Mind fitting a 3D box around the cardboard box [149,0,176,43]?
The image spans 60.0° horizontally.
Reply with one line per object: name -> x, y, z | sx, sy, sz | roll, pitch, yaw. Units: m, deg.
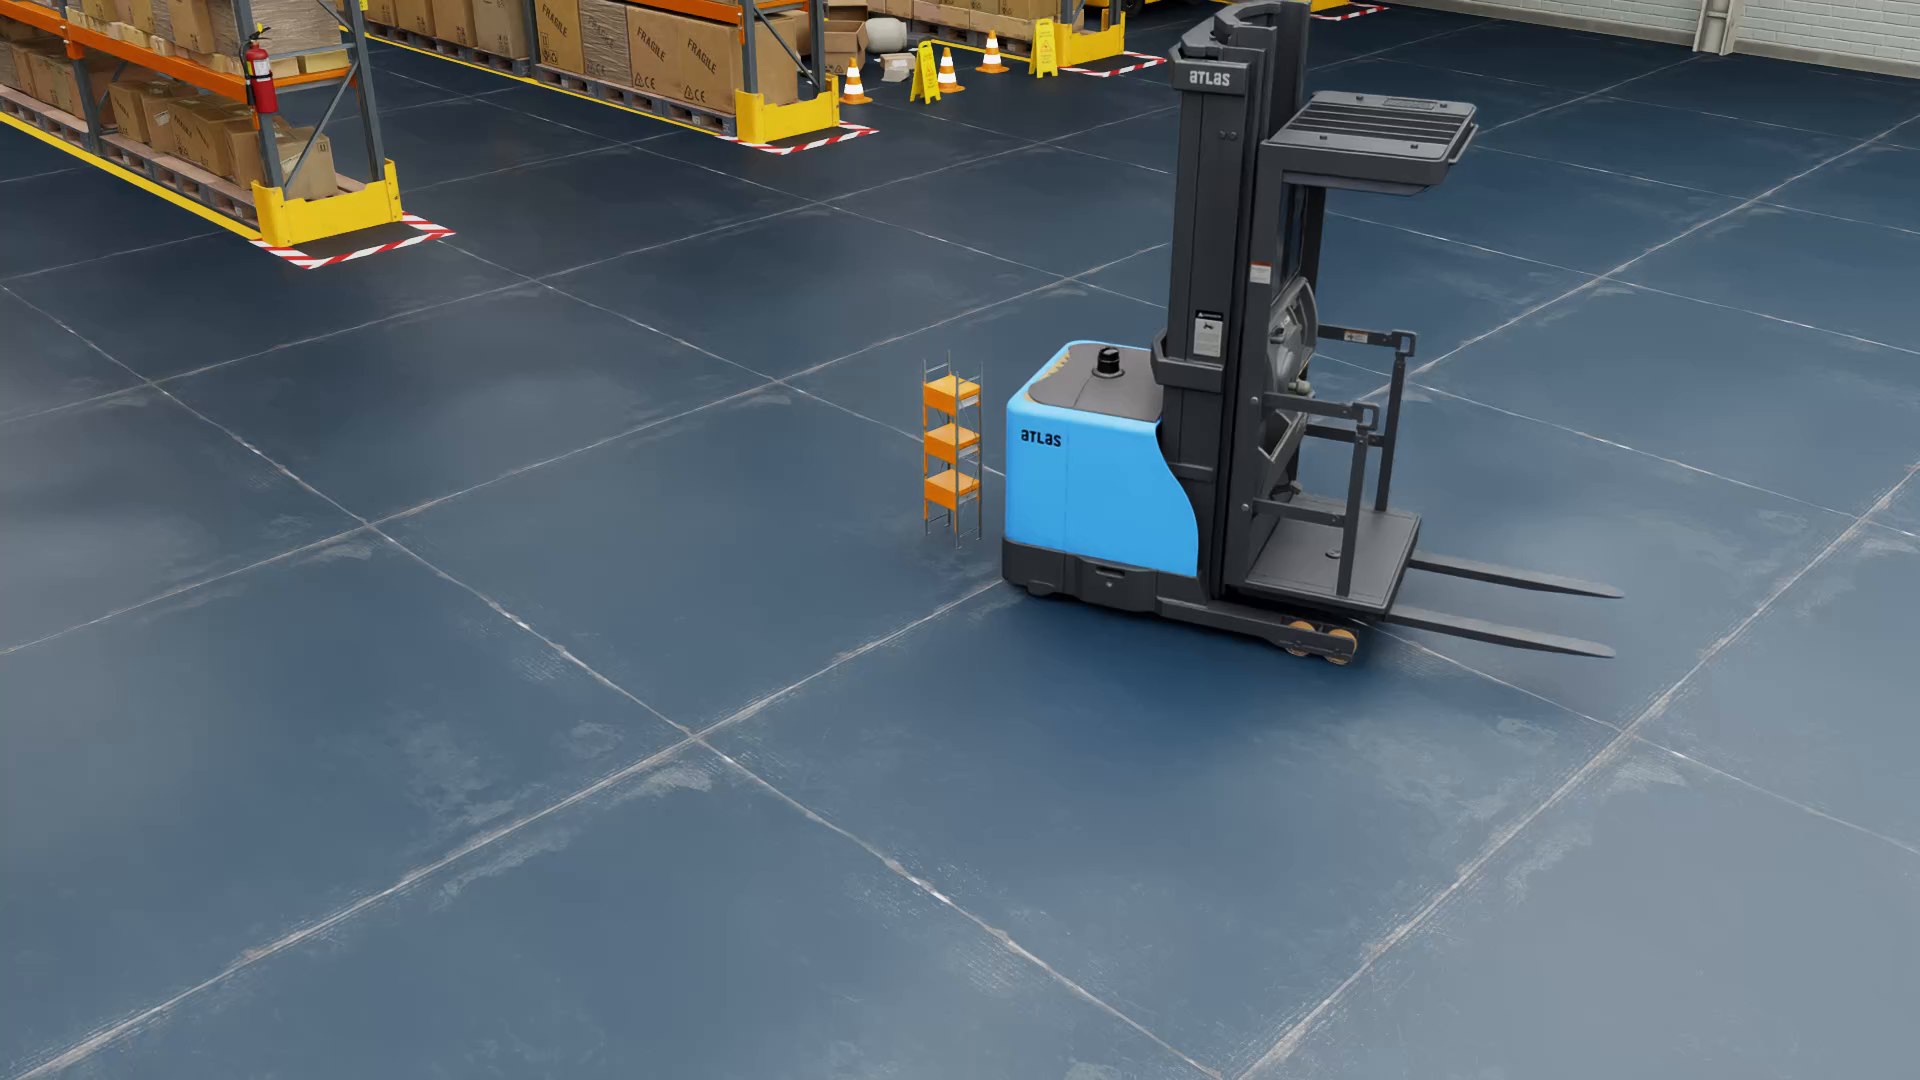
cardboard box -> -6.487, -4.651, 14.444 | 0.500, 0.500, 0.875 | 25, 36, 38

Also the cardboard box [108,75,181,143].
cardboard box -> -7.942, -4.226, 16.299 | 0.500, 0.500, 0.500 | 23, 36, 37

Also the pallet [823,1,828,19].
pallet -> -1.808, -7.599, 23.474 | 1.213, 0.211, 1.003 | 25, 36, 38

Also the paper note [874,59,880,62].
paper note -> -0.970, -5.930, 20.507 | 0.148, 0.019, 0.142 | -13, 30, -22

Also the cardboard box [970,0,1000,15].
cardboard box -> 0.472, -6.919, 20.883 | 0.500, 0.500, 0.500 | -24, 36, -37

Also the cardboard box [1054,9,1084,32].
cardboard box -> 1.219, -6.598, 21.078 | 0.500, 0.250, 0.500 | 24, 36, 38

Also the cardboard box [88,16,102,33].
cardboard box -> -7.890, -4.851, 15.523 | 0.250, 0.149, 0.380 | 25, 36, 38

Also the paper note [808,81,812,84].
paper note -> -1.696, -5.345, 19.384 | 0.144, 0.017, 0.142 | -13, 30, -22

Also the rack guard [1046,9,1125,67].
rack guard -> 1.546, -6.193, 20.490 | 0.348, 0.500, 1.175 | 25, 36, 38

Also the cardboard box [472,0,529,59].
cardboard box -> -5.156, -6.266, 19.910 | 0.750, 0.750, 1.050 | 24, 36, 38

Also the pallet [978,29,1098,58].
pallet -> 0.992, -6.341, 21.083 | 1.213, 0.211, 1.003 | 25, 36, 38

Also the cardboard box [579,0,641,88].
cardboard box -> -3.605, -5.628, 18.561 | 0.875, 0.875, 0.875 | 25, 37, 39

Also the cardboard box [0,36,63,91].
cardboard box -> -10.156, -5.295, 18.311 | 0.500, 0.500, 0.700 | 21, 34, 34

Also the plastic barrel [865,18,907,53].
plastic barrel -> -0.934, -6.305, 20.787 | 0.512, 0.421, 0.421 | -3, 28, -5

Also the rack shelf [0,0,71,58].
rack shelf -> -9.626, -5.625, 17.497 | 4.000, 0.370, 1.077 | 25, 36, 38

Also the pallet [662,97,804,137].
pallet -> -2.423, -4.599, 17.770 | 1.213, 0.211, 1.003 | 25, 36, 38

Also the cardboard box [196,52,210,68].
cardboard box -> -6.255, -4.132, 14.154 | 0.250, 0.149, 0.380 | 25, 36, 38

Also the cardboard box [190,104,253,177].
cardboard box -> -6.664, -3.668, 15.238 | 0.500, 0.500, 0.500 | -21, 34, -35

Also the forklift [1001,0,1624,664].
forklift -> 1.784, -0.975, 7.954 | 3.031, 2.935, 1.130 | 11, 30, 20

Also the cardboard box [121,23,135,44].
cardboard box -> -7.349, -4.610, 15.063 | 0.250, 0.149, 0.380 | 25, 36, 38

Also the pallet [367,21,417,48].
pallet -> -6.993, -6.692, 21.750 | 1.213, 0.211, 1.003 | 25, 36, 38

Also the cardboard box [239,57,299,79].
cardboard box -> -5.695, -3.899, 13.711 | 0.250, 0.149, 0.380 | 25, 36, 38

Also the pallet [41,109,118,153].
pallet -> -8.756, -4.310, 17.220 | 1.213, 0.211, 1.003 | 25, 36, 38

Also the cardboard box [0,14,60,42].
cardboard box -> -10.168, -5.638, 18.156 | 0.500, 0.250, 0.500 | -21, 34, -34

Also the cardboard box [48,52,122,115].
cardboard box -> -8.949, -4.748, 17.270 | 0.500, 0.500, 0.700 | 24, 36, 38

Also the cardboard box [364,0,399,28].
cardboard box -> -7.131, -7.170, 21.629 | 0.750, 0.750, 1.050 | 24, 36, 38

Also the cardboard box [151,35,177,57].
cardboard box -> -6.839, -4.353, 14.576 | 0.250, 0.149, 0.380 | 25, 36, 38

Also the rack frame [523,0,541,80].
rack frame -> -4.650, -6.904, 19.156 | 0.127, 3.000, 1.000 | 25, 36, 38

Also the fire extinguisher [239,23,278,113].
fire extinguisher -> -5.589, -3.761, 13.262 | 0.183, 0.674, 0.296 | 25, 36, 38

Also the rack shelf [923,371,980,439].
rack shelf -> -0.038, -0.724, 8.912 | 0.240, 0.259, 0.215 | 25, 36, 38

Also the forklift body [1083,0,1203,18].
forklift body -> 2.447, -8.560, 23.219 | 1.214, 2.155, 2.313 | 25, 36, 38

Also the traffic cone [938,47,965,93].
traffic cone -> -0.146, -5.384, 18.992 | 0.334, 0.463, 0.336 | 25, 36, 38

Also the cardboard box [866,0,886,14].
cardboard box -> -1.020, -7.266, 22.349 | 0.500, 0.250, 0.500 | 23, 35, 36

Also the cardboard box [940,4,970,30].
cardboard box -> 0.095, -6.758, 21.382 | 0.500, 0.250, 0.500 | 23, 35, 37

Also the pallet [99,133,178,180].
pallet -> -7.696, -3.849, 16.343 | 1.213, 0.211, 1.003 | 25, 36, 38

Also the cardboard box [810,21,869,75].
cardboard box -> -1.427, -5.902, 19.934 | 0.637, 0.503, 0.797 | 2, 28, 4

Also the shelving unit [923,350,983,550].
shelving unit -> -0.038, -0.482, 9.039 | 0.252, 1.050, 0.215 | 25, 36, 38

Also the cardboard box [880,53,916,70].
cardboard box -> -0.750, -5.769, 20.062 | 0.380, 0.149, 0.250 | -7, 29, -14

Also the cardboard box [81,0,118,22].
cardboard box -> -7.590, -5.124, 15.345 | 0.500, 0.500, 0.875 | 25, 36, 38

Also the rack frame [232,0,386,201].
rack frame -> -5.347, -3.985, 13.606 | 0.127, 3.000, 1.000 | 25, 36, 38

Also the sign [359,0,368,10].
sign -> -4.967, -4.549, 13.747 | 0.005, 0.325, 0.100 | 25, 36, 38
